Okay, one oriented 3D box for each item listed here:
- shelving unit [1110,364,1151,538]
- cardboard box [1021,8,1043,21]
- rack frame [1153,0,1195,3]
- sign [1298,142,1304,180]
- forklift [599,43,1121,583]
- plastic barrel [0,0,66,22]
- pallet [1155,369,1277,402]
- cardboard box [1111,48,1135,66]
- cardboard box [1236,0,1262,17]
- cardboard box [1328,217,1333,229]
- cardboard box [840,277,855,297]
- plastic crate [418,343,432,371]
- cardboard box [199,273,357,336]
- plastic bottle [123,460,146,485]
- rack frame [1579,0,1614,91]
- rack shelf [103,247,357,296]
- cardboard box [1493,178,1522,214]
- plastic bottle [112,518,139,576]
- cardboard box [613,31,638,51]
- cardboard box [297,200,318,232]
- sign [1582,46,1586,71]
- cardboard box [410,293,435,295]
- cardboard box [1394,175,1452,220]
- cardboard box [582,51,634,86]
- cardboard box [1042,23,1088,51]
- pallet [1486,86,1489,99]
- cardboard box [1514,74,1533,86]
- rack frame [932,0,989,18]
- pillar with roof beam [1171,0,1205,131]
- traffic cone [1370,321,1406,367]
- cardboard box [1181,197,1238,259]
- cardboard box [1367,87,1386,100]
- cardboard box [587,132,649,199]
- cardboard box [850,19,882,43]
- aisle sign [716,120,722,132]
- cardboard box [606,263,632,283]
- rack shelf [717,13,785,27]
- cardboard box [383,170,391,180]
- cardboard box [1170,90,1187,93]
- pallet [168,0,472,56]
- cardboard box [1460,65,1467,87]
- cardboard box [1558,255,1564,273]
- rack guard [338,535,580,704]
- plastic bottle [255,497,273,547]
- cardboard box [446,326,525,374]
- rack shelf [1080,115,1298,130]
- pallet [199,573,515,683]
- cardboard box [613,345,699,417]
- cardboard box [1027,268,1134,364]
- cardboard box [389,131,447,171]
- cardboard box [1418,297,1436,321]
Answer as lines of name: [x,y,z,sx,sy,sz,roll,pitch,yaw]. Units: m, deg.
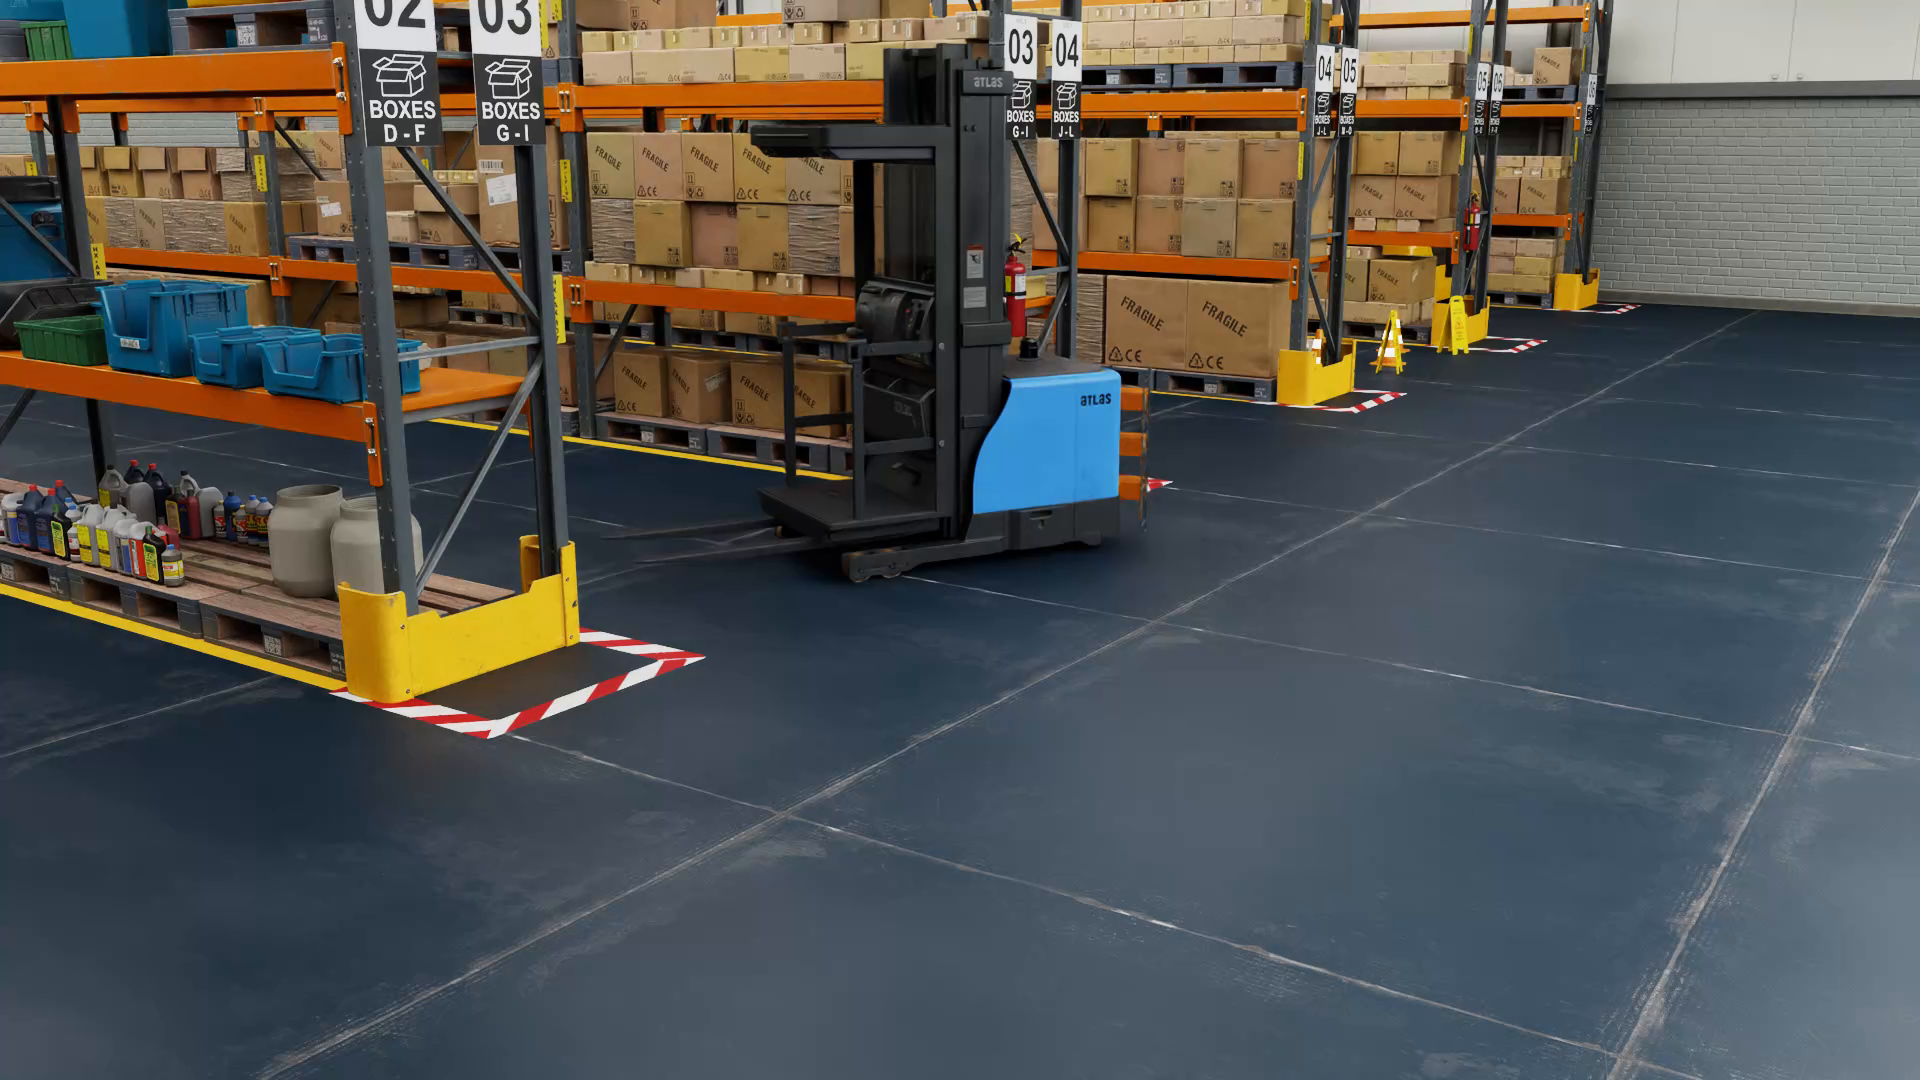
shelving unit: [1.036,-0.556,10.386,0.252,1.050,0.215,4,14,16]
cardboard box: [0.794,-5.115,16.285,0.250,0.149,0.380,9,16,32]
rack frame: [2.727,-7.273,20.977,0.127,3.000,1.000,9,17,33]
sign: [3.053,-3.395,14.892,0.005,0.325,0.100,9,17,33]
forklift: [-0.565,-1.327,9.585,3.031,2.935,1.130,-7,16,-27]
plastic barrel: [-4.802,-3.146,8.630,0.708,0.901,0.600,9,17,33]
pallet: [2.661,-1.562,16.194,1.213,0.211,1.003,9,17,33]
cardboard box: [1.637,-4.592,15.830,0.250,0.149,0.380,9,17,33]
cardboard box: [2.692,-4.809,15.046,0.250,0.149,0.380,9,17,33]
cardboard box: [4.516,-3.868,20.228,0.250,0.149,0.380,9,17,32]
cardboard box: [-0.662,-1.859,12.114,0.250,0.149,0.380,9,17,33]
plastic crate: [-2.812,-0.917,8.335,0.250,0.136,0.298,9,17,33]
cardboard box: [-6.684,-2.191,16.478,0.875,0.875,1.225,8,16,30]
plastic bottle: [-4.872,-0.296,9.875,0.185,0.351,0.144,9,16,31]
rack frame: [8.814,-7.727,22.810,0.127,3.000,1.000,9,17,33]
rack shelf: [-7.782,-2.841,17.053,4.000,0.370,1.077,9,17,33]
cardboard box: [7.833,-4.948,23.863,0.500,0.500,0.500,10,17,35]
plastic bottle: [-4.326,0.031,8.709,0.135,0.276,0.152,9,16,31]
cardboard box: [-2.447,-3.835,12.812,0.250,0.149,0.380,8,16,30]
cardboard box: [-6.374,-3.090,16.353,0.500,0.500,0.500,10,17,34]
sign: [8.499,-6.556,22.644,0.005,0.325,0.100,9,17,33]
cardboard box: [-7.105,-3.238,22.220,0.250,0.149,0.380,9,17,34]
cardboard box: [5.442,-4.035,19.555,0.500,0.500,0.500,9,16,32]
cardboard box: [-2.573,-3.657,12.923,0.500,0.250,0.500,8,16,31]
cardboard box: [1.137,-4.884,16.180,0.500,0.250,0.500,9,16,32]
pallet: [7.225,-6.491,24.245,1.213,0.211,1.003,9,17,33]
cardboard box: [7.957,-6.452,23.343,0.250,0.149,0.380,9,16,31]
rack frame: [0.049,-6.273,16.935,0.127,3.000,1.000,9,17,33]
pillar with roof beam: [1.358,-7.946,23.696,0.400,9.000,9.100,9,17,33]
traffic cone: [4.632,-2.127,17.951,0.334,0.463,0.336,9,17,33]
cardboard box: [2.566,-3.007,15.916,0.550,0.550,0.875,9,17,33]
cardboard box: [4.995,-5.267,19.639,0.250,0.149,0.380,9,17,33]
cardboard box: [-2.572,-2.952,13.099,0.500,0.500,0.500,9,17,33]
cardboard box: [-0.549,-3.503,11.470,0.250,0.149,0.380,9,17,33]
aisle sign: [-4.683,-8.173,31.687,0.004,0.787,0.394,9,17,33]
cardboard box: [-2.593,-2.138,13.241,0.250,0.149,0.380,9,17,33]
rack shelf: [-2.251,-7.534,24.362,4.000,0.370,1.077,9,17,33]
cardboard box: [-7.579,-4.705,22.259,0.500,0.500,0.500,9,16,31]
cardboard box: [2.850,-5.604,20.997,0.250,0.149,0.380,9,16,32]
pallet: [-2.880,-2.356,7.749,1.213,0.211,1.003,9,17,33]
cardboard box: [5.778,-5.473,19.640,0.500,0.250,0.500,9,16,32]
cardboard box: [8.539,-4.031,24.173,0.500,0.250,0.500,10,17,34]
rack guard: [-2.338,0.351,7.863,0.348,0.500,1.175,9,17,33]
plastic bottle: [-3.864,-0.102,9.253,0.097,0.271,0.097,0,14,0]
cardboard box: [-4.151,-1.615,14.890,0.500,0.500,0.700,8,16,28]
rack shelf: [3.835,-6.726,26.508,4.000,0.370,1.077,9,17,33]
pallet: [-3.009,0.382,8.342,1.213,0.211,1.003,9,17,33]
cardboard box: [-2.494,-1.314,13.717,0.500,0.500,0.500,9,16,31]
cardboard box: [1.282,-2.315,16.979,0.875,0.875,0.875,9,17,33]
cardboard box: [-7.131,-5.121,21.859,0.500,0.500,0.500,9,16,31]
cardboard box: [5.531,-2.857,20.471,0.500,0.250,0.500,9,17,32]
